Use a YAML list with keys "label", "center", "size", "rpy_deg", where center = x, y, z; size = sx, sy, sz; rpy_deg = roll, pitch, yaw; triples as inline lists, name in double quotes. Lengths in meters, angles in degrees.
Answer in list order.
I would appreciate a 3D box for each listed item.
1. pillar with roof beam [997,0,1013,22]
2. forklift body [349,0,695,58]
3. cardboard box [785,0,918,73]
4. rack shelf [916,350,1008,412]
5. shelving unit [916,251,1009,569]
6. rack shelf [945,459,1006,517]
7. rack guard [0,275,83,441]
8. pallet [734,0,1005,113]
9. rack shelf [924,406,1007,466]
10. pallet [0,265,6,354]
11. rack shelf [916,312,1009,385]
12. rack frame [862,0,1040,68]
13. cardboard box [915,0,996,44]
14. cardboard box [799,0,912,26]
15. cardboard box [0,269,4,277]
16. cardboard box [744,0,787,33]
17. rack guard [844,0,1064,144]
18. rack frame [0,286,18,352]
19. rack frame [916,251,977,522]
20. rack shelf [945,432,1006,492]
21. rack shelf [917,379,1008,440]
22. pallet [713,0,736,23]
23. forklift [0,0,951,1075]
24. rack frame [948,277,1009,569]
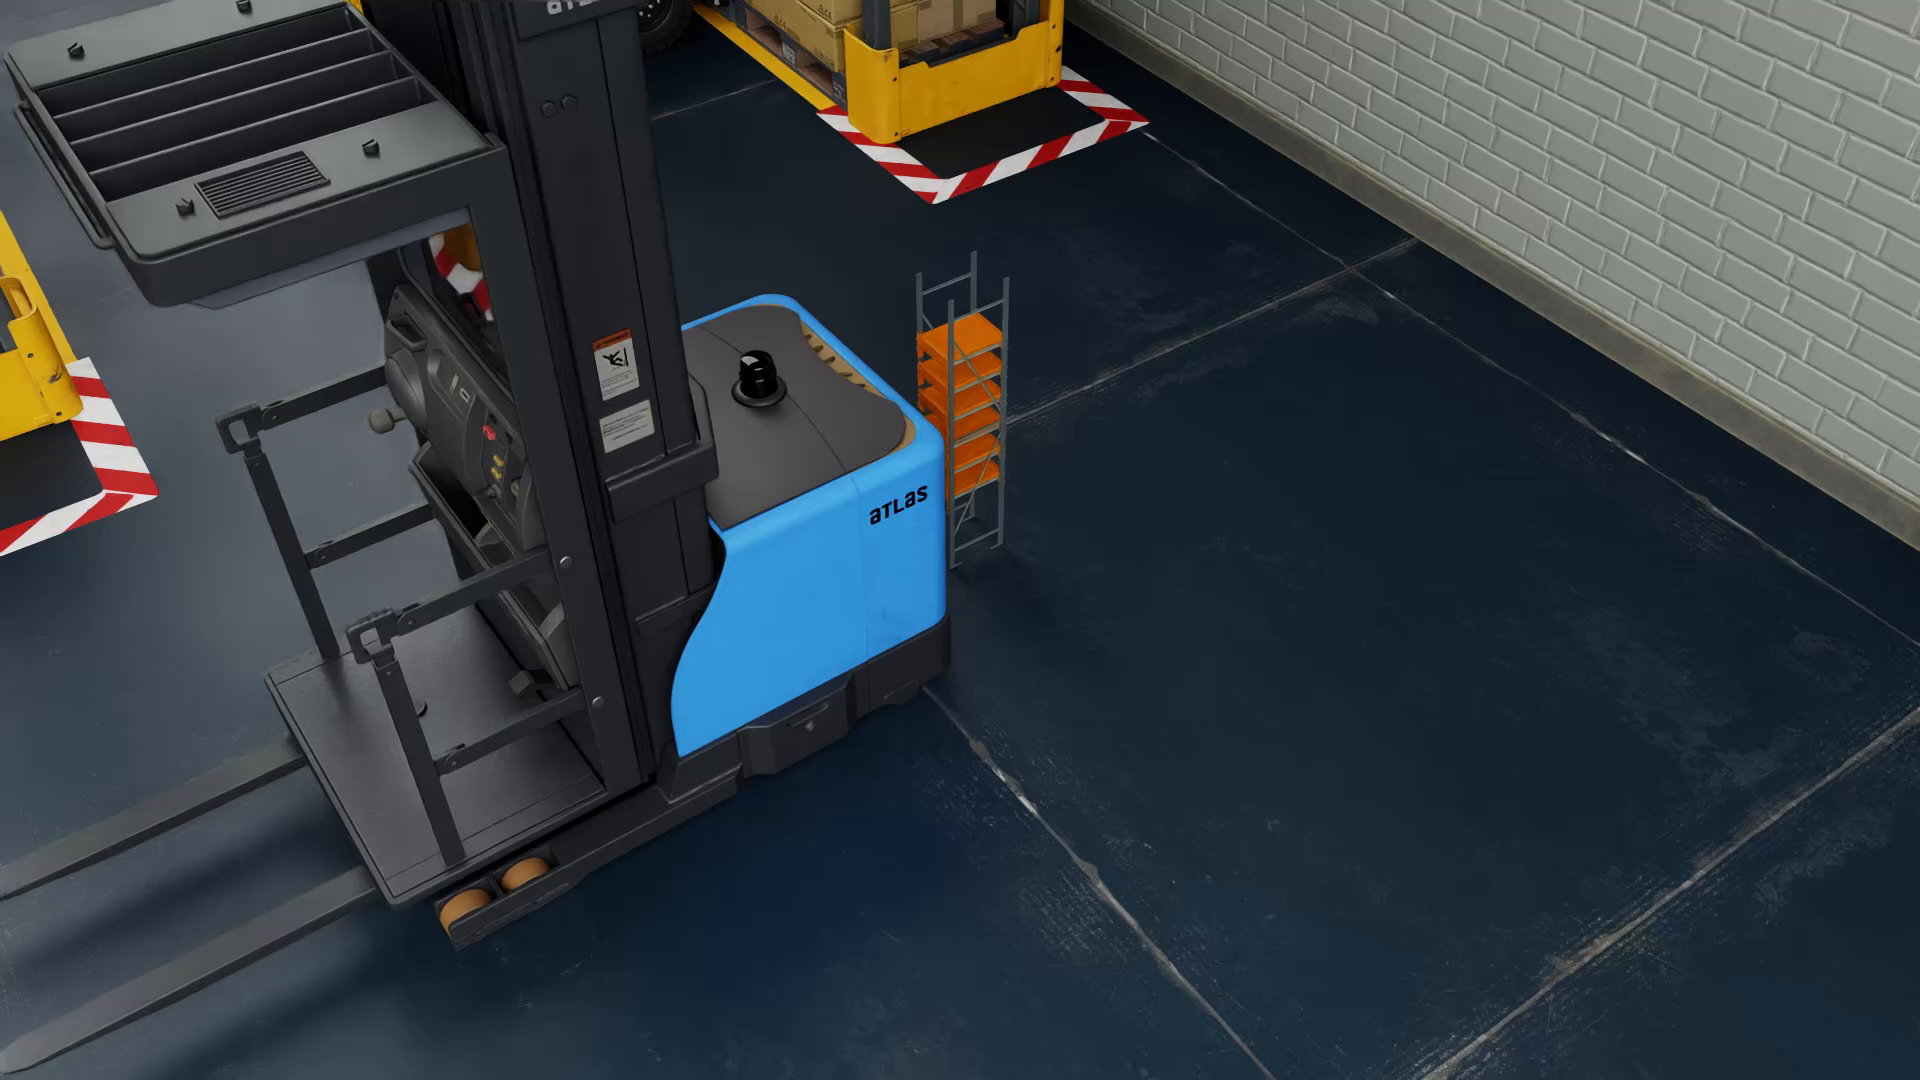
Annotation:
- label: "pillar with roof beam"
  center: [-3.222, -4.610, 4.562]
  size: [9.100, 9.000, 0.400]
  rpy_deg: [-26, 49, -24]
- label: "forklift body"
  center: [-2.613, -3.436, 8.292]
  size: [2.313, 2.155, 1.214]
  rpy_deg: [-26, 49, -24]
- label: "cardboard box"
  center: [-0.560, -2.689, 8.581]
  size: [0.500, 0.250, 0.500]
  rpy_deg: [-25, 49, -24]
- label: "rack shelf"
  center: [0.008, -0.567, 5.692]
  size: [0.258, 0.103, 0.180]
  rpy_deg: [-26, 49, -24]
- label: "shelving unit"
  center: [0.008, -0.426, 5.827]
  size: [0.258, 1.200, 0.189]
  rpy_deg: [-26, 49, -24]
- label: "rack shelf"
  center: [0.008, -0.220, 6.024]
  size: [0.258, 0.103, 0.180]
  rpy_deg: [-26, 49, -24]
- label: "rack guard"
  center: [-4.145, -0.566, 6.481]
  size: [1.175, 0.500, 0.348]
  rpy_deg: [-26, 49, -24]
- label: "pallet"
  center: [-0.504, -2.798, 9.028]
  size: [1.003, 0.211, 1.213]
  rpy_deg: [-26, 49, -24]
- label: "rack shelf"
  center: [0.008, -0.394, 5.858]
  size: [0.258, 0.103, 0.180]
  rpy_deg: [-26, 49, -24]
- label: "pallet"
  center: [-4.581, -0.936, 7.077]
  size: [1.003, 0.211, 1.213]
  rpy_deg: [-26, 49, -24]
- label: "rack shelf"
  center: [0.008, -0.654, 5.609]
  size: [0.258, 0.103, 0.180]
  rpy_deg: [-26, 49, -24]
- label: "rack frame"
  center: [-0.032, -3.390, 7.629]
  size: [1.000, 3.000, 0.127]
  rpy_deg: [-26, 49, -24]
- label: "cardboard box"
  center: [-0.153, -2.903, 8.806]
  size: [0.500, 0.250, 0.500]
  rpy_deg: [-26, 49, -24]
- label: "cardboard box"
  center: [-0.567, -2.880, 8.420]
  size: [0.500, 0.250, 0.500]
  rpy_deg: [-26, 50, -25]
- label: "cardboard box"
  center: [-4.336, -1.151, 6.970]
  size: [0.500, 0.250, 0.500]
  rpy_deg: [-26, 49, -25]
- label: "cardboard box"
  center: [-0.837, -2.974, 8.880]
  size: [0.500, 0.250, 0.500]
  rpy_deg: [-26, 49, -24]
- label: "rack guard"
  center: [-0.018, -2.472, 8.478]
  size: [1.175, 0.500, 0.348]
  rpy_deg: [-26, 49, -24]
- label: "rack frame"
  center: [-4.101, -1.427, 5.573]
  size: [1.000, 3.000, 0.127]
  rpy_deg: [-26, 49, -24]
- label: "rack frame"
  center: [-0.044, -0.478, 5.881]
  size: [0.240, 1.200, 0.006]
  rpy_deg: [-26, 49, -24]
- label: "rack shelf"
  center: [0.008, -0.307, 5.941]
  size: [0.258, 0.103, 0.180]
  rpy_deg: [-26, 49, -24]
- label: "rack shelf"
  center: [0.008, -0.480, 5.775]
  size: [0.258, 0.103, 0.180]
  rpy_deg: [-26, 49, -24]
- label: "pallet"
  center: [-1.198, -3.488, 9.751]
  size: [1.003, 0.211, 1.213]
  rpy_deg: [-26, 49, -24]
- label: "forklift"
  center: [-1.524, -0.271, 4.411]
  size: [3.031, 2.935, 1.130]
  rpy_deg: [-26, 50, -25]
- label: "rack frame"
  center: [0.061, -0.374, 5.773]
  size: [0.240, 1.200, 0.006]
  rpy_deg: [-26, 49, -24]
